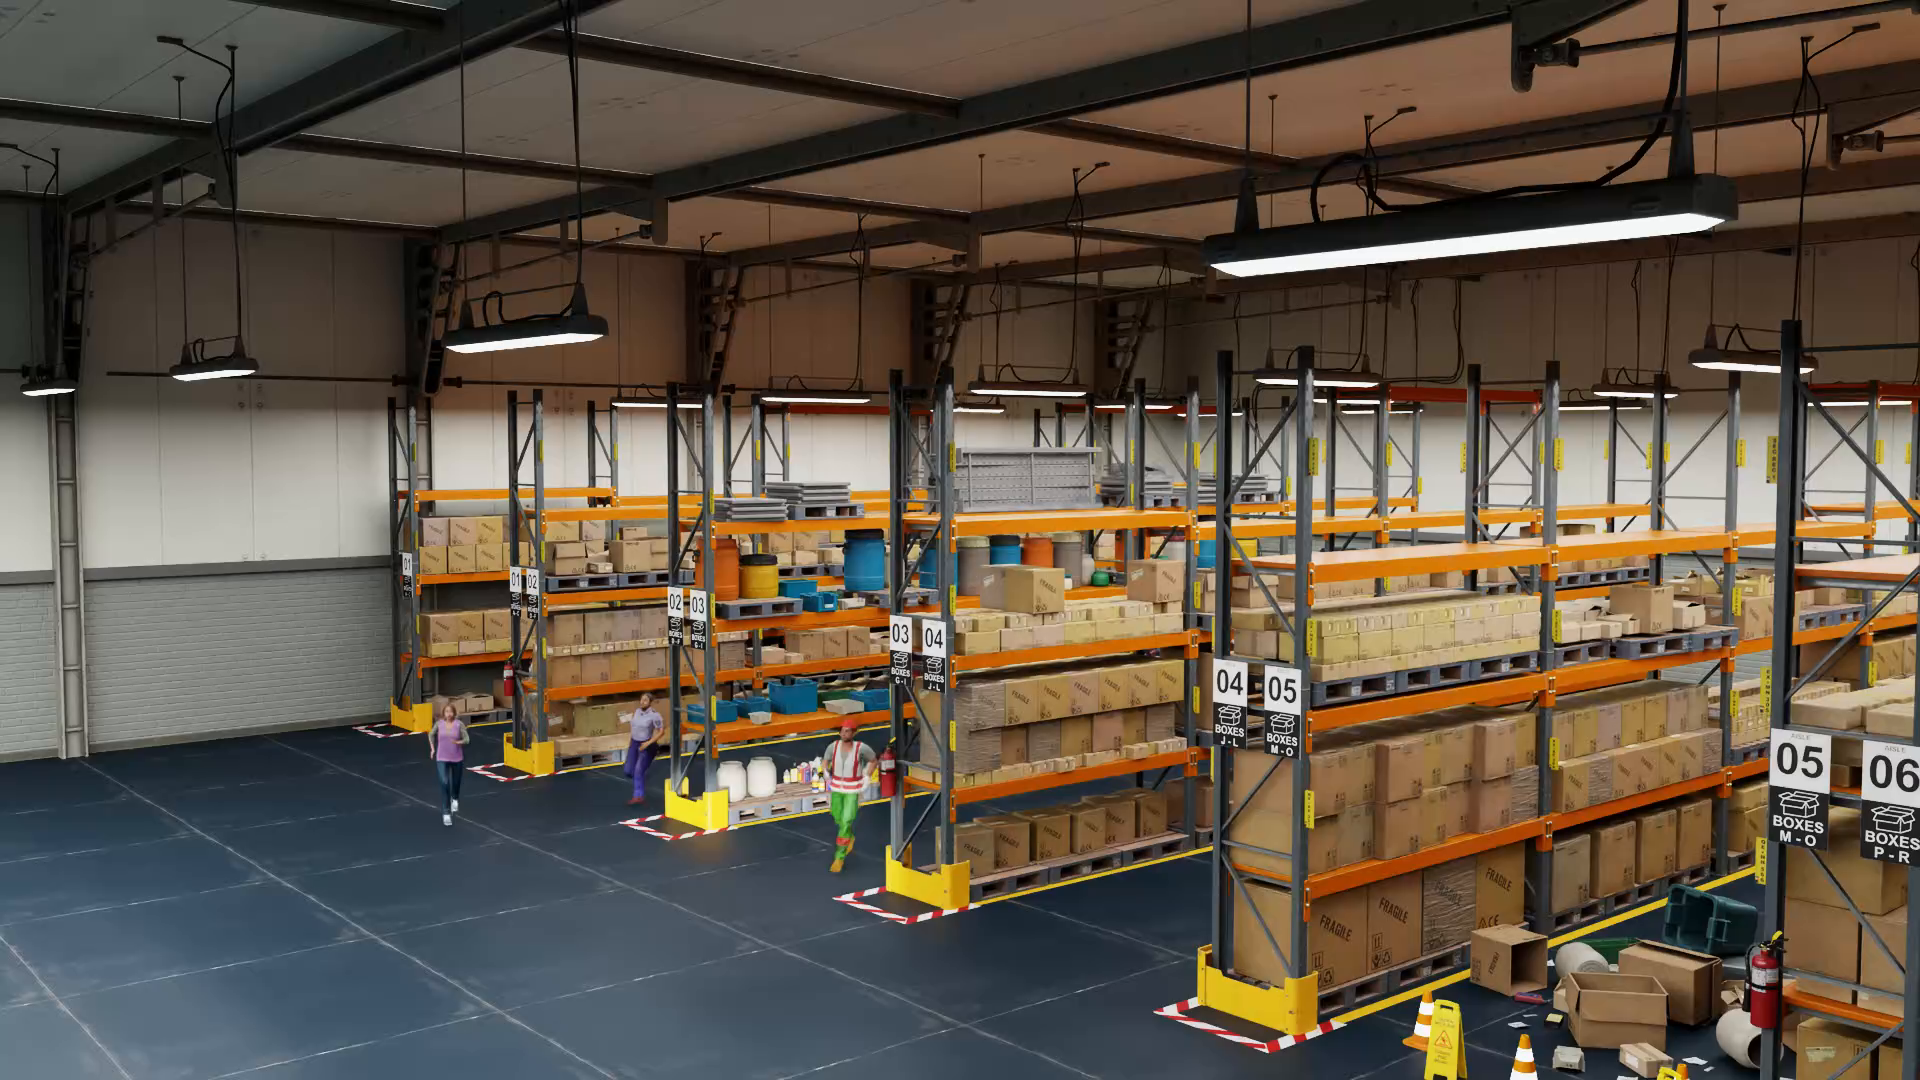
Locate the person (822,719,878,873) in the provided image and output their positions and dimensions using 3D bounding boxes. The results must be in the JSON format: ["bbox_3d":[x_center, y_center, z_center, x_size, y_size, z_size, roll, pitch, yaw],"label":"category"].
[{"bbox_3d":[-1.376,3.079,20.339,0.664,1.798,0.906,1,4,19],"label":"person"}]

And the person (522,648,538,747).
[{"bbox_3d":[-7.162,2.641,28.228,0.626,1.800,0.714,2,4,34],"label":"person"}]

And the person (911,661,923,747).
[{"bbox_3d":[-0.673,2.471,27.464,0.767,1.816,0.683,-3,4,-39],"label":"person"}]

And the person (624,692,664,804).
[{"bbox_3d":[-4.511,2.993,23.895,0.622,1.622,0.532,2,4,27],"label":"person"}]

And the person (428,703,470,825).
[{"bbox_3d":[-6.969,3.017,22.699,0.531,1.594,0.883,-1,4,-19],"label":"person"}]
